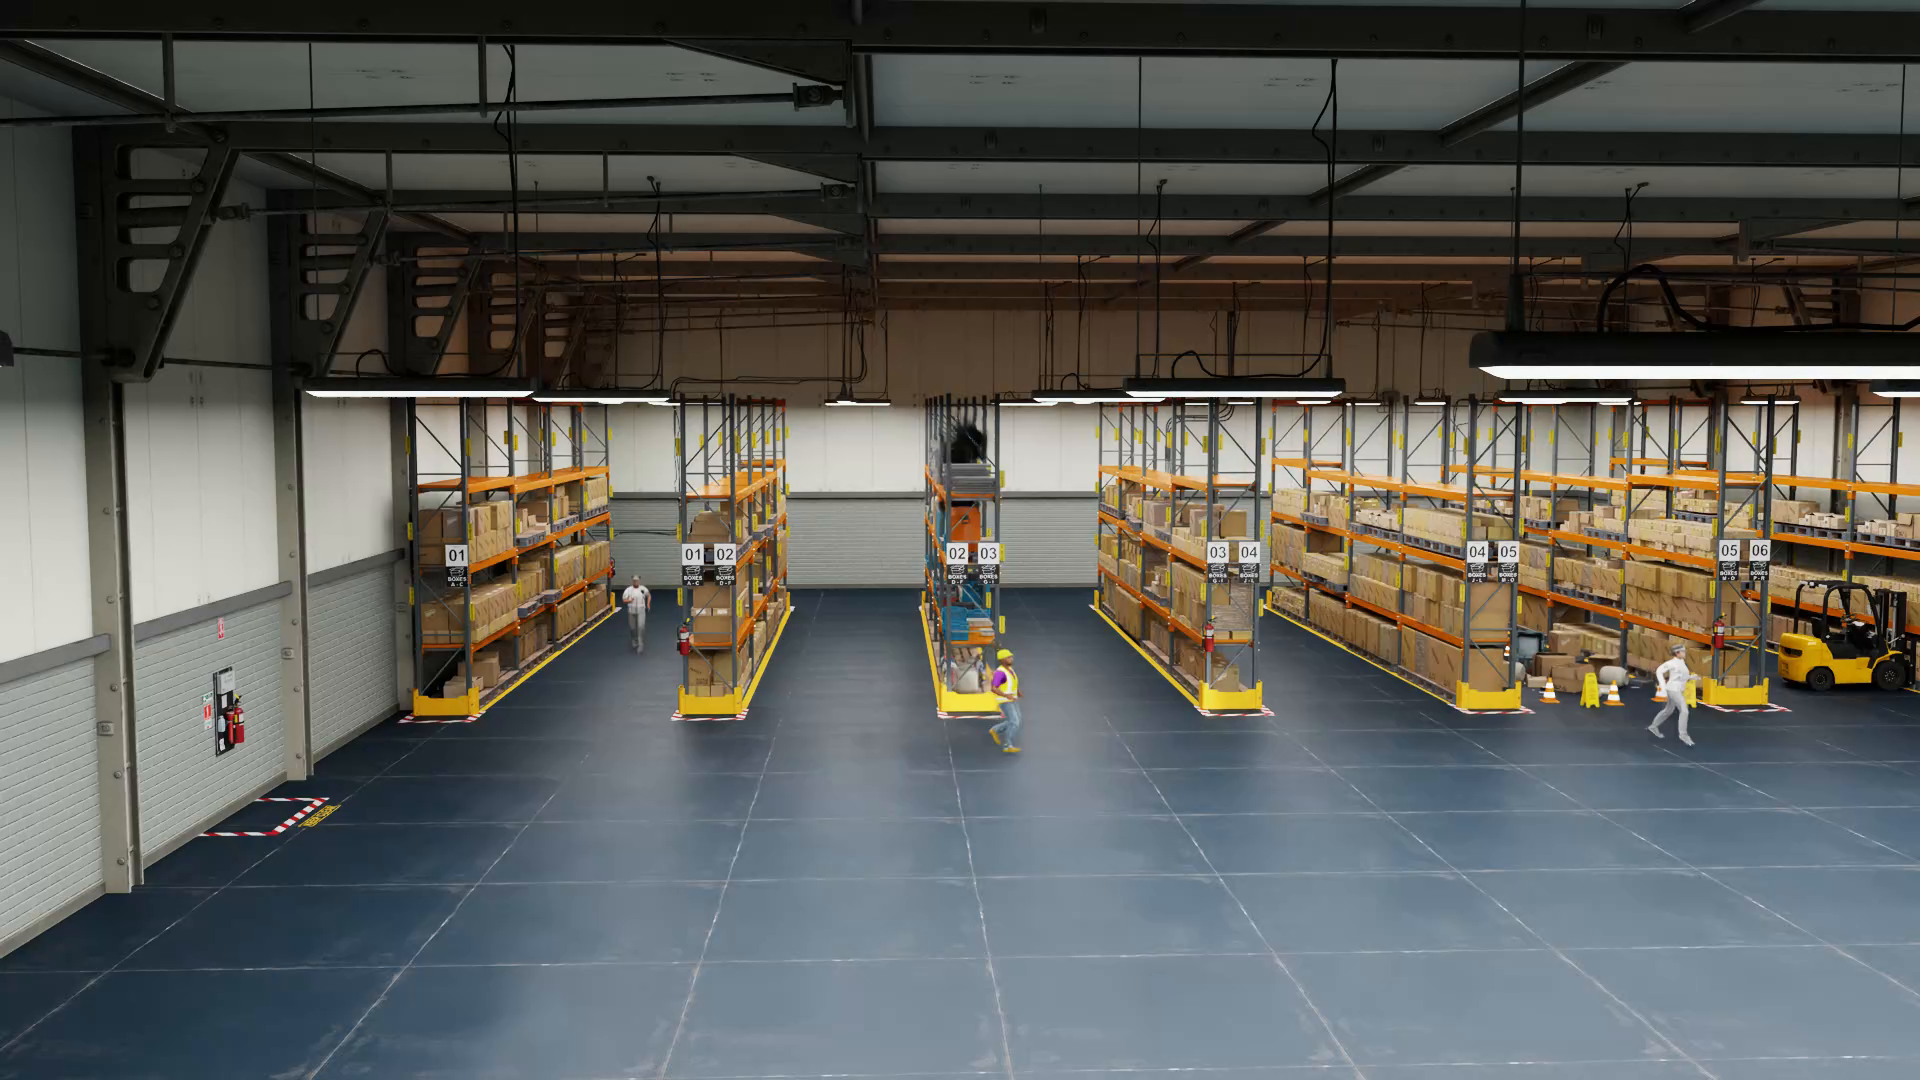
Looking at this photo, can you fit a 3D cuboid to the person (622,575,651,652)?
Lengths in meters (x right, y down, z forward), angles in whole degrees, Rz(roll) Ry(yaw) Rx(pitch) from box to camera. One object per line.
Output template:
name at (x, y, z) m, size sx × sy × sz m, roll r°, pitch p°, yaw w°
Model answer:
person at (-7.648, 1.708, 39.338) m, size 0.656 × 1.788 × 0.964 m, roll -1°, pitch 5°, yaw -8°

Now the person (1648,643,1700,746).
person at (12.219, 2.624, 28.466) m, size 0.849 × 1.733 × 0.581 m, roll 4°, pitch 6°, yaw 40°

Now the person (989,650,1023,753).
person at (0.743, 2.676, 27.694) m, size 0.609 × 1.717 × 0.697 m, roll 2°, pitch 5°, yaw 22°
